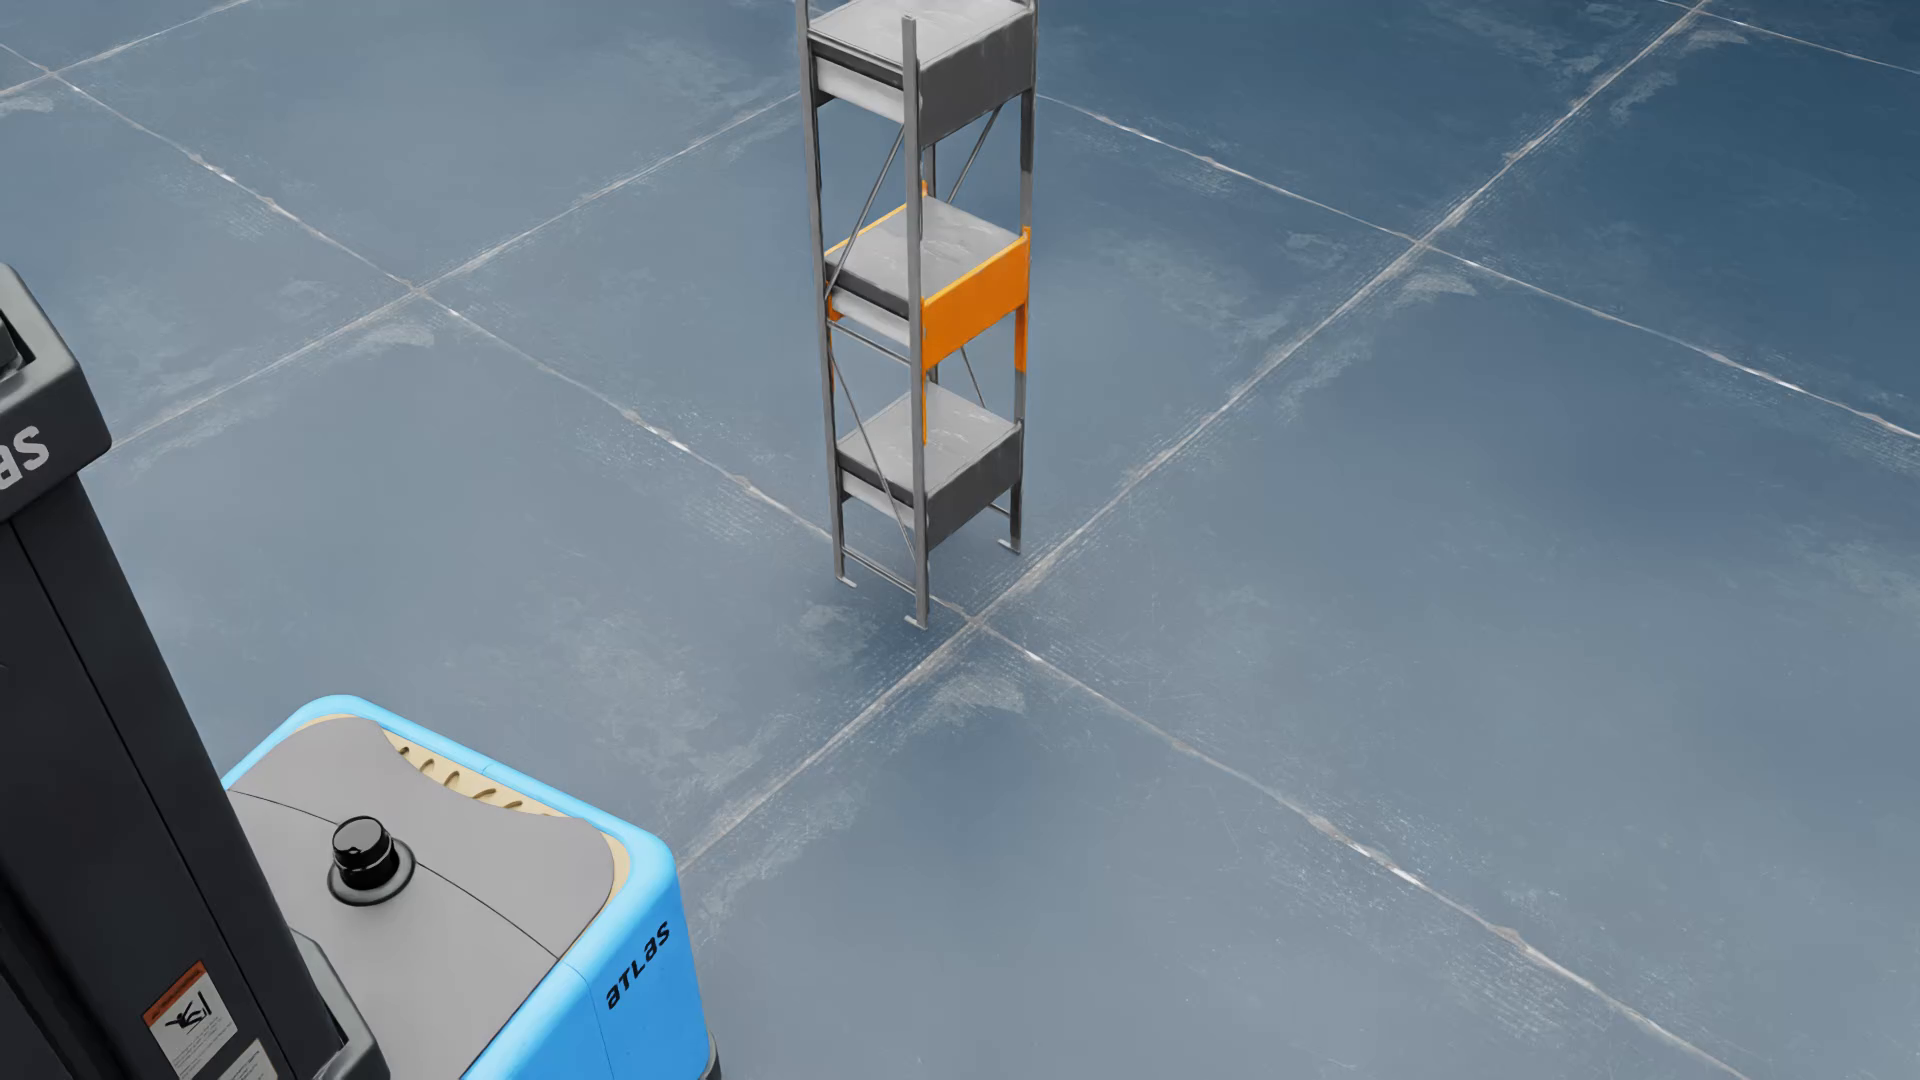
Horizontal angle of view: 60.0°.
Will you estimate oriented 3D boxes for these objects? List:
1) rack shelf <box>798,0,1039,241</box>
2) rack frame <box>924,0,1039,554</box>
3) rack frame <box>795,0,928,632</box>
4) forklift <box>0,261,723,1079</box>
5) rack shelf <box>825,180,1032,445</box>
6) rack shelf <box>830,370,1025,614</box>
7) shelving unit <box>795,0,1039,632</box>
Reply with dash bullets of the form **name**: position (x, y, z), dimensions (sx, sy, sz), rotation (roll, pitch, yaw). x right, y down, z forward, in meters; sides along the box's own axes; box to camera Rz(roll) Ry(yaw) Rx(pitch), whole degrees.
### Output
- **rack shelf**: position (-0.107, -1.199, 4.488), dimensions (0.431, 0.518, 0.480), rotation (29, 50, 28)
- **rack frame**: position (0.050, -0.817, 5.088), dimensions (0.400, 2.100, 0.015), rotation (29, 50, 28)
- **rack frame**: position (-0.264, -0.566, 4.812), dimensions (0.400, 2.100, 0.015), rotation (29, 50, 28)
- **forklift**: position (-1.720, 1.066, 2.398), dimensions (1.130, 2.935, 3.031), rotation (20, 46, 21)
- **rack shelf**: position (-0.107, -0.682, 4.959), dimensions (0.431, 0.518, 0.480), rotation (29, 50, 28)
- **rack shelf**: position (-0.107, -0.164, 5.430), dimensions (0.431, 0.518, 0.480), rotation (29, 50, 28)
- **shelving unit**: position (-0.107, -0.692, 4.950), dimensions (0.431, 2.100, 0.503), rotation (29, 50, 28)
